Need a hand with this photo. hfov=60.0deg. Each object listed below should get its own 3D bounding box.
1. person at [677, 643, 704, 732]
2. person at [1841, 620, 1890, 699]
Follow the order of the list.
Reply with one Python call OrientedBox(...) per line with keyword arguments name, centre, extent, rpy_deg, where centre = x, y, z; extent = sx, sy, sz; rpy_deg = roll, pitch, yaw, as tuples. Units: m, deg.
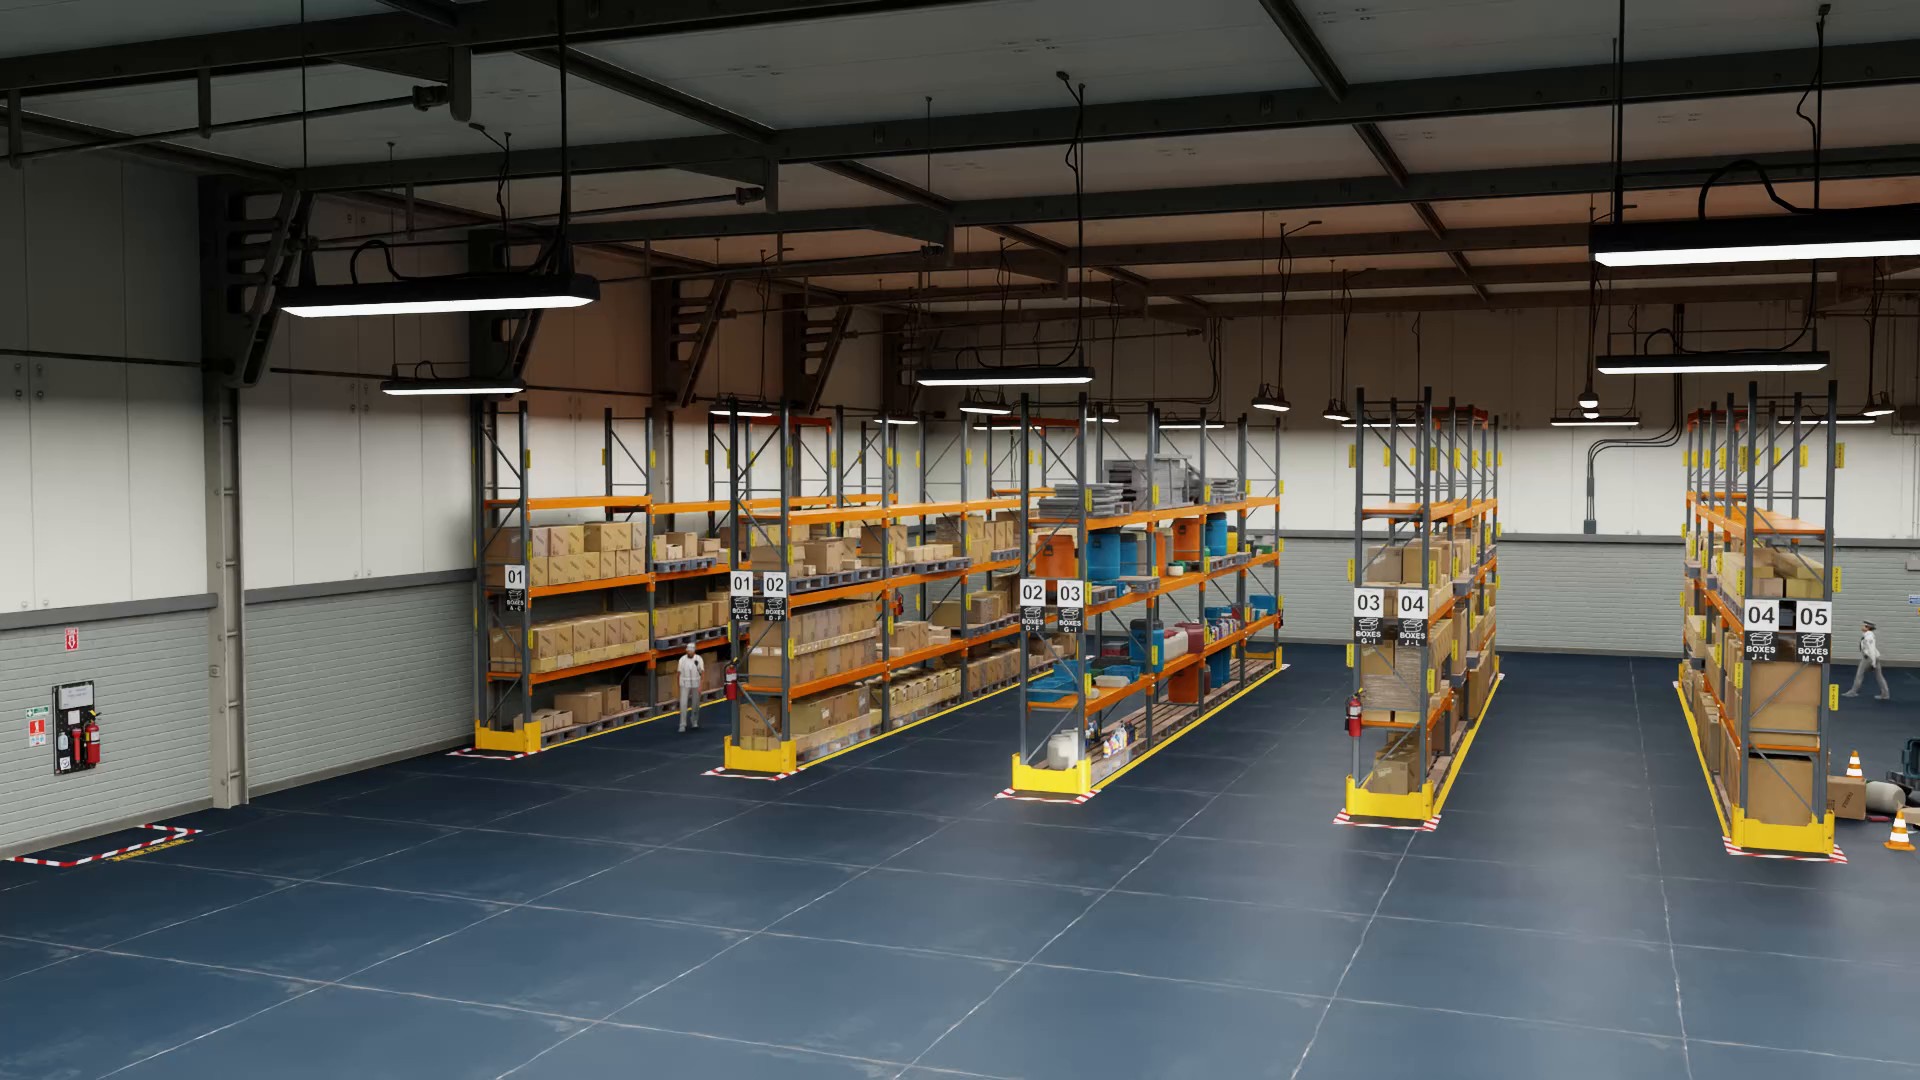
OrientedBox(name="person", centre=(-4.955, 2.687, 30.523), extent=(0.524, 1.607, 0.992), rpy_deg=(-1, 3, -14))
OrientedBox(name="person", centre=(18.964, 2.474, 34.715), extent=(0.464, 1.635, 0.903), rpy_deg=(-2, 3, -35))
